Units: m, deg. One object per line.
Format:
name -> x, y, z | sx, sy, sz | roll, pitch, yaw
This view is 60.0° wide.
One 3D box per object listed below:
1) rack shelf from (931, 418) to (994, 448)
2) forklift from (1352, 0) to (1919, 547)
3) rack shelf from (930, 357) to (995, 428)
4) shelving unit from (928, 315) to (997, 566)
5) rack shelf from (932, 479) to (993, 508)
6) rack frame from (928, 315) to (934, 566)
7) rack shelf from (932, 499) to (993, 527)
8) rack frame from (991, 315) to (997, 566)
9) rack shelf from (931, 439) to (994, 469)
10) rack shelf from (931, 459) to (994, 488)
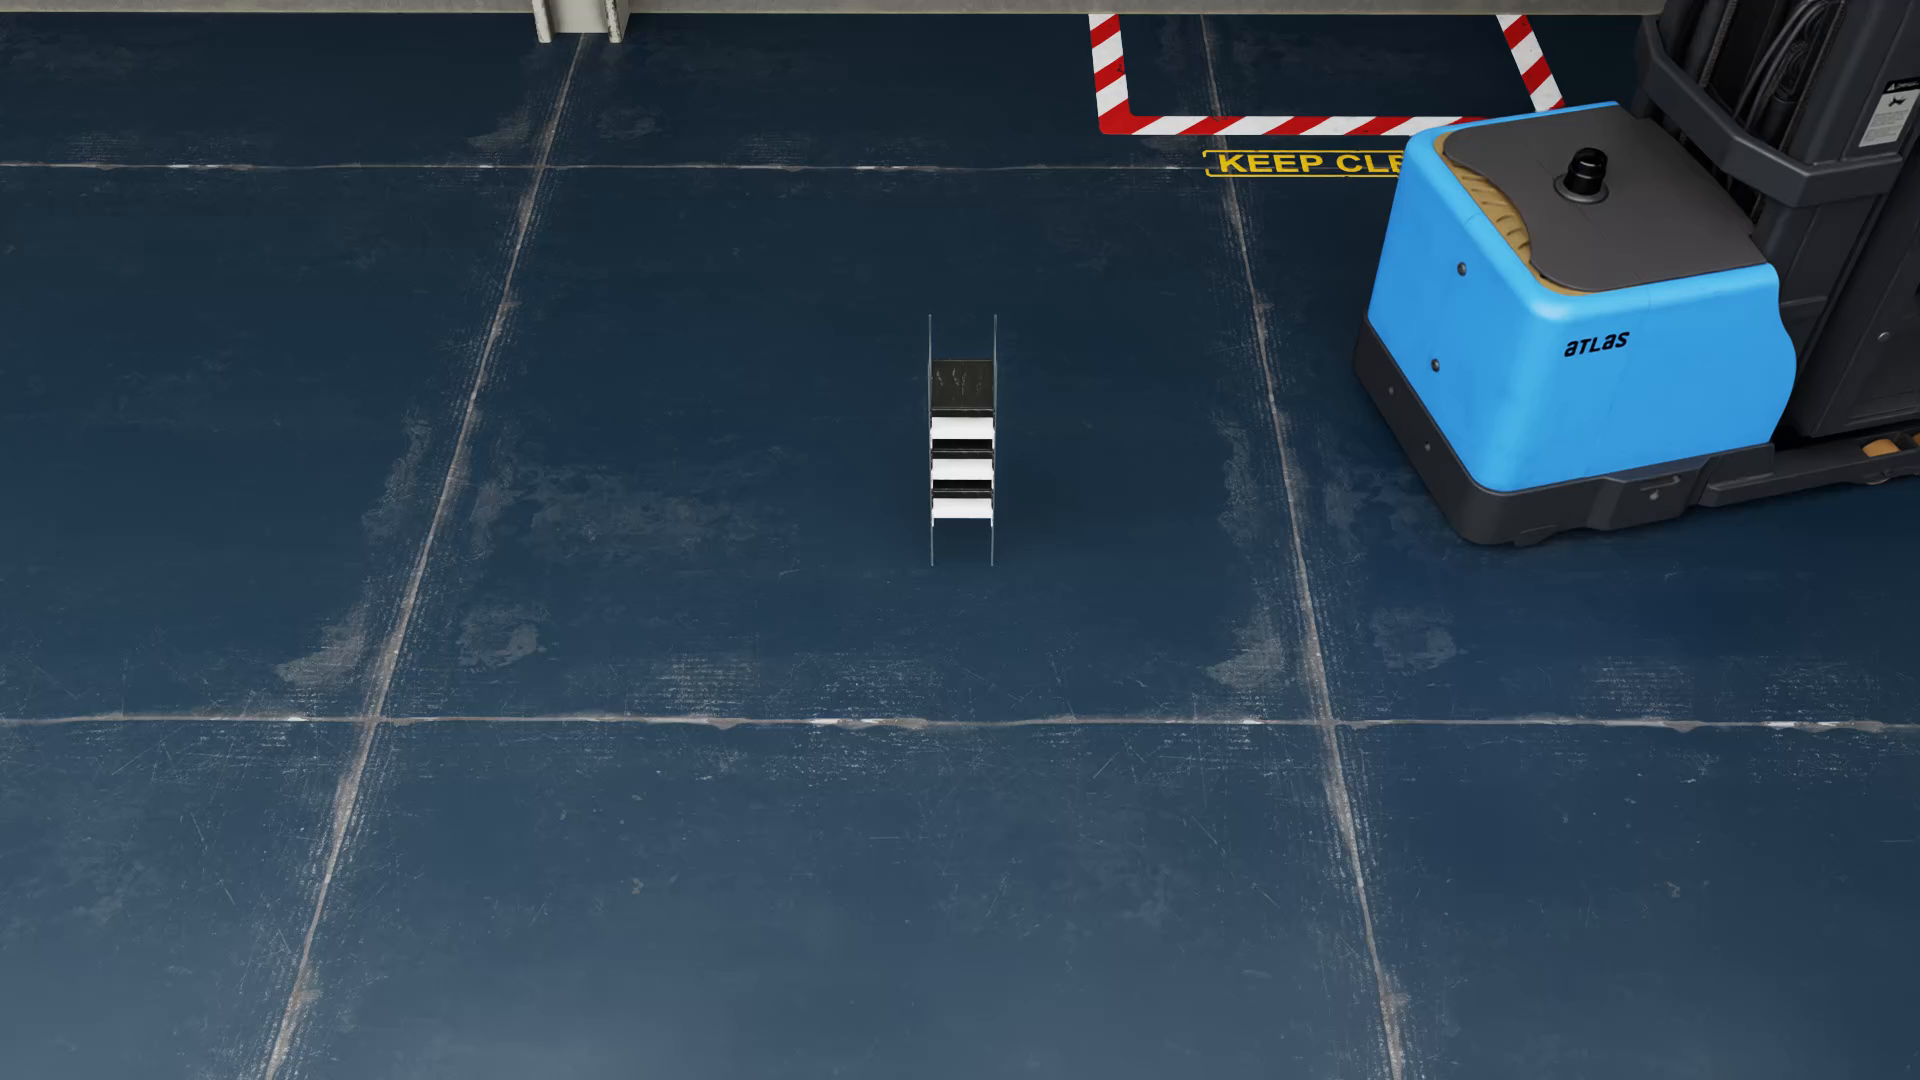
rack shelf -> 0.008, -0.406, 5.313 | 0.200, 0.077, 0.258 | 0, 47, 0
forklift -> 3.052, -1.562, 5.202 | 3.031, 2.935, 1.130 | -11, 48, -10
rack shelf -> 0.008, -0.468, 5.247 | 0.200, 0.077, 0.258 | 0, 47, 0
shelving unit -> 0.008, -0.307, 5.421 | 0.210, 0.900, 0.258 | 0, 47, 0
rack shelf -> 0.008, -0.223, 5.511 | 0.200, 0.077, 0.258 | 0, 47, 0
rack frame -> -0.094, -0.307, 5.421 | 0.006, 0.900, 0.240 | 0, 47, 0
rack shelf -> 0.008, -0.161, 5.577 | 0.200, 0.077, 0.258 | 0, 47, 0
rack frame -> 0.110, -0.306, 5.420 | 0.006, 0.900, 0.240 | 0, 47, 0
rack shelf -> 0.008, -0.345, 5.379 | 0.200, 0.077, 0.258 | 0, 47, 0
rack shelf -> 0.008, -0.284, 5.445 | 0.200, 0.077, 0.258 | 0, 47, 0
